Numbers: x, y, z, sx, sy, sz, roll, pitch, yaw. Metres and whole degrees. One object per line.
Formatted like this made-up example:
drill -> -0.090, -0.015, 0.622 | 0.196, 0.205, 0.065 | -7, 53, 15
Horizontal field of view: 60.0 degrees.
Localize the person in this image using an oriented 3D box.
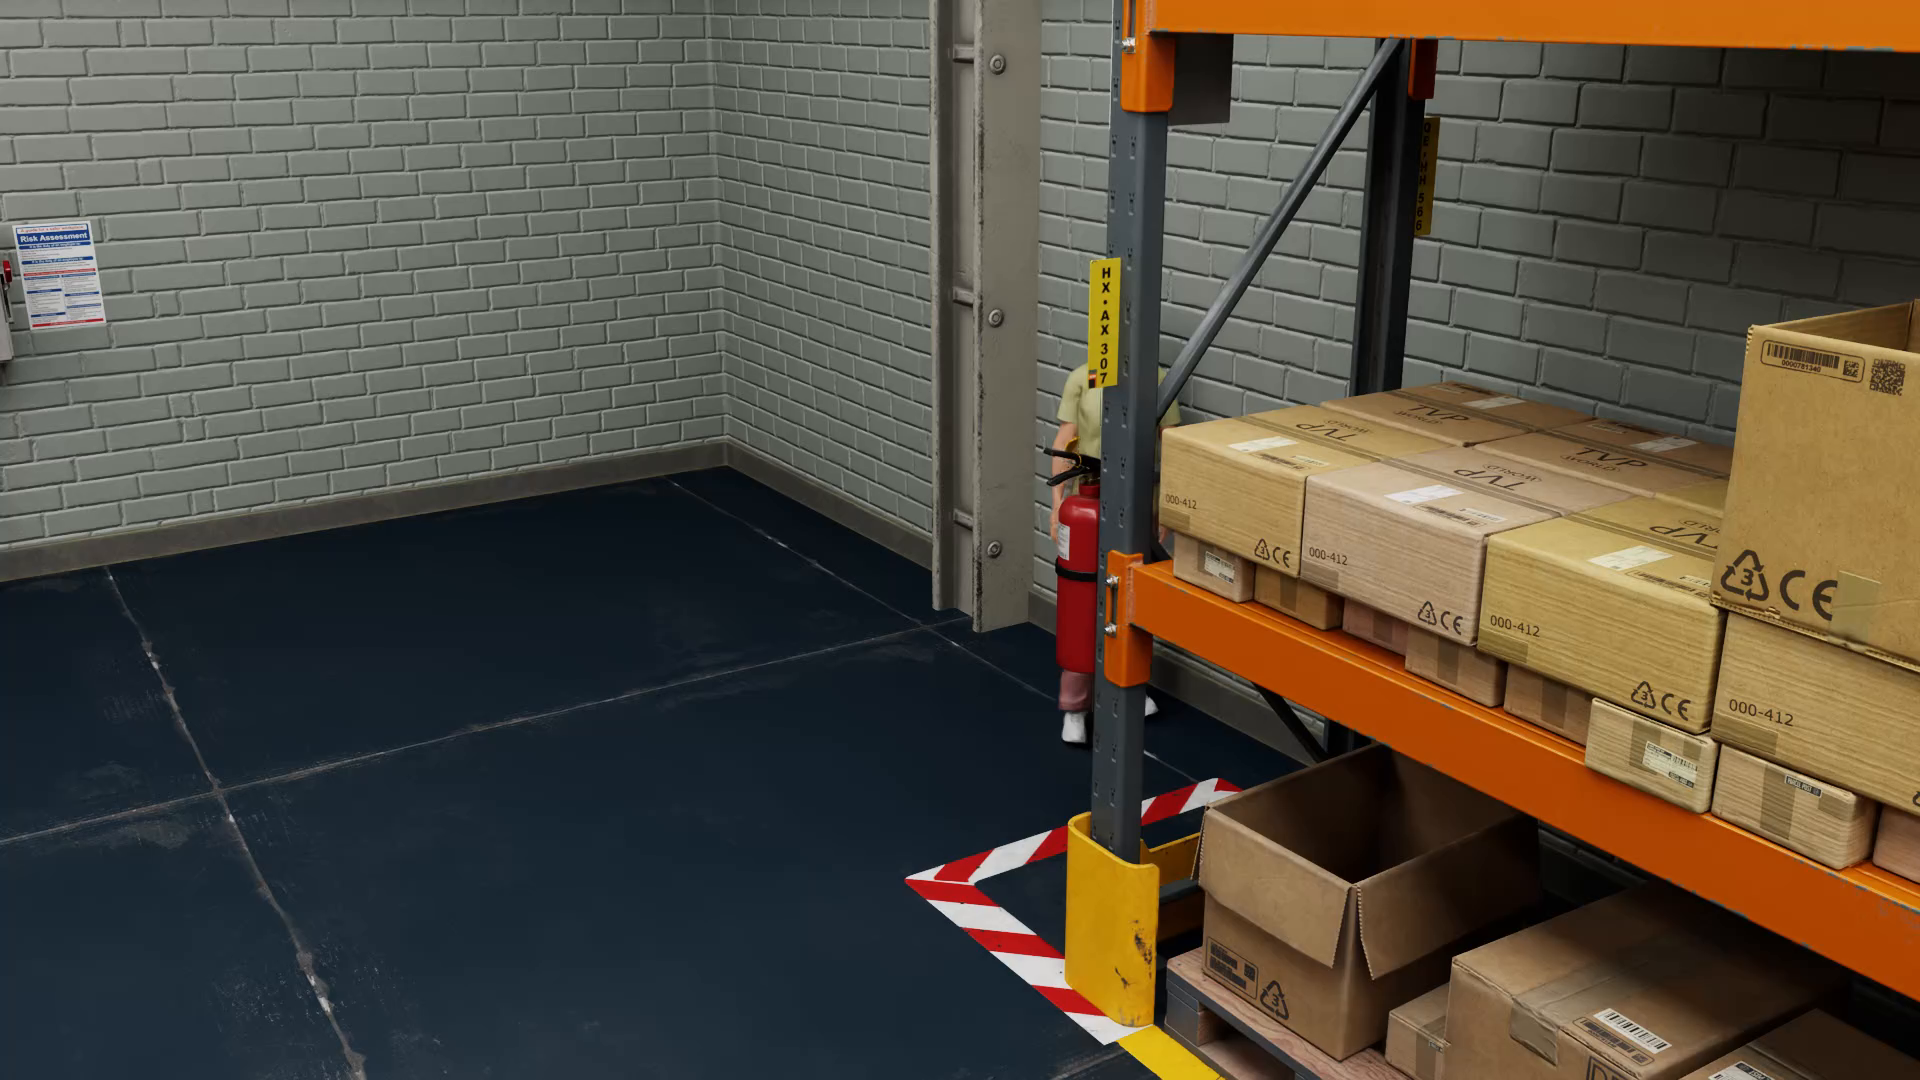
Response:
person -> 0.591, -0.082, 6.294 | 0.514, 1.665, 0.559 | -1, 18, -2
